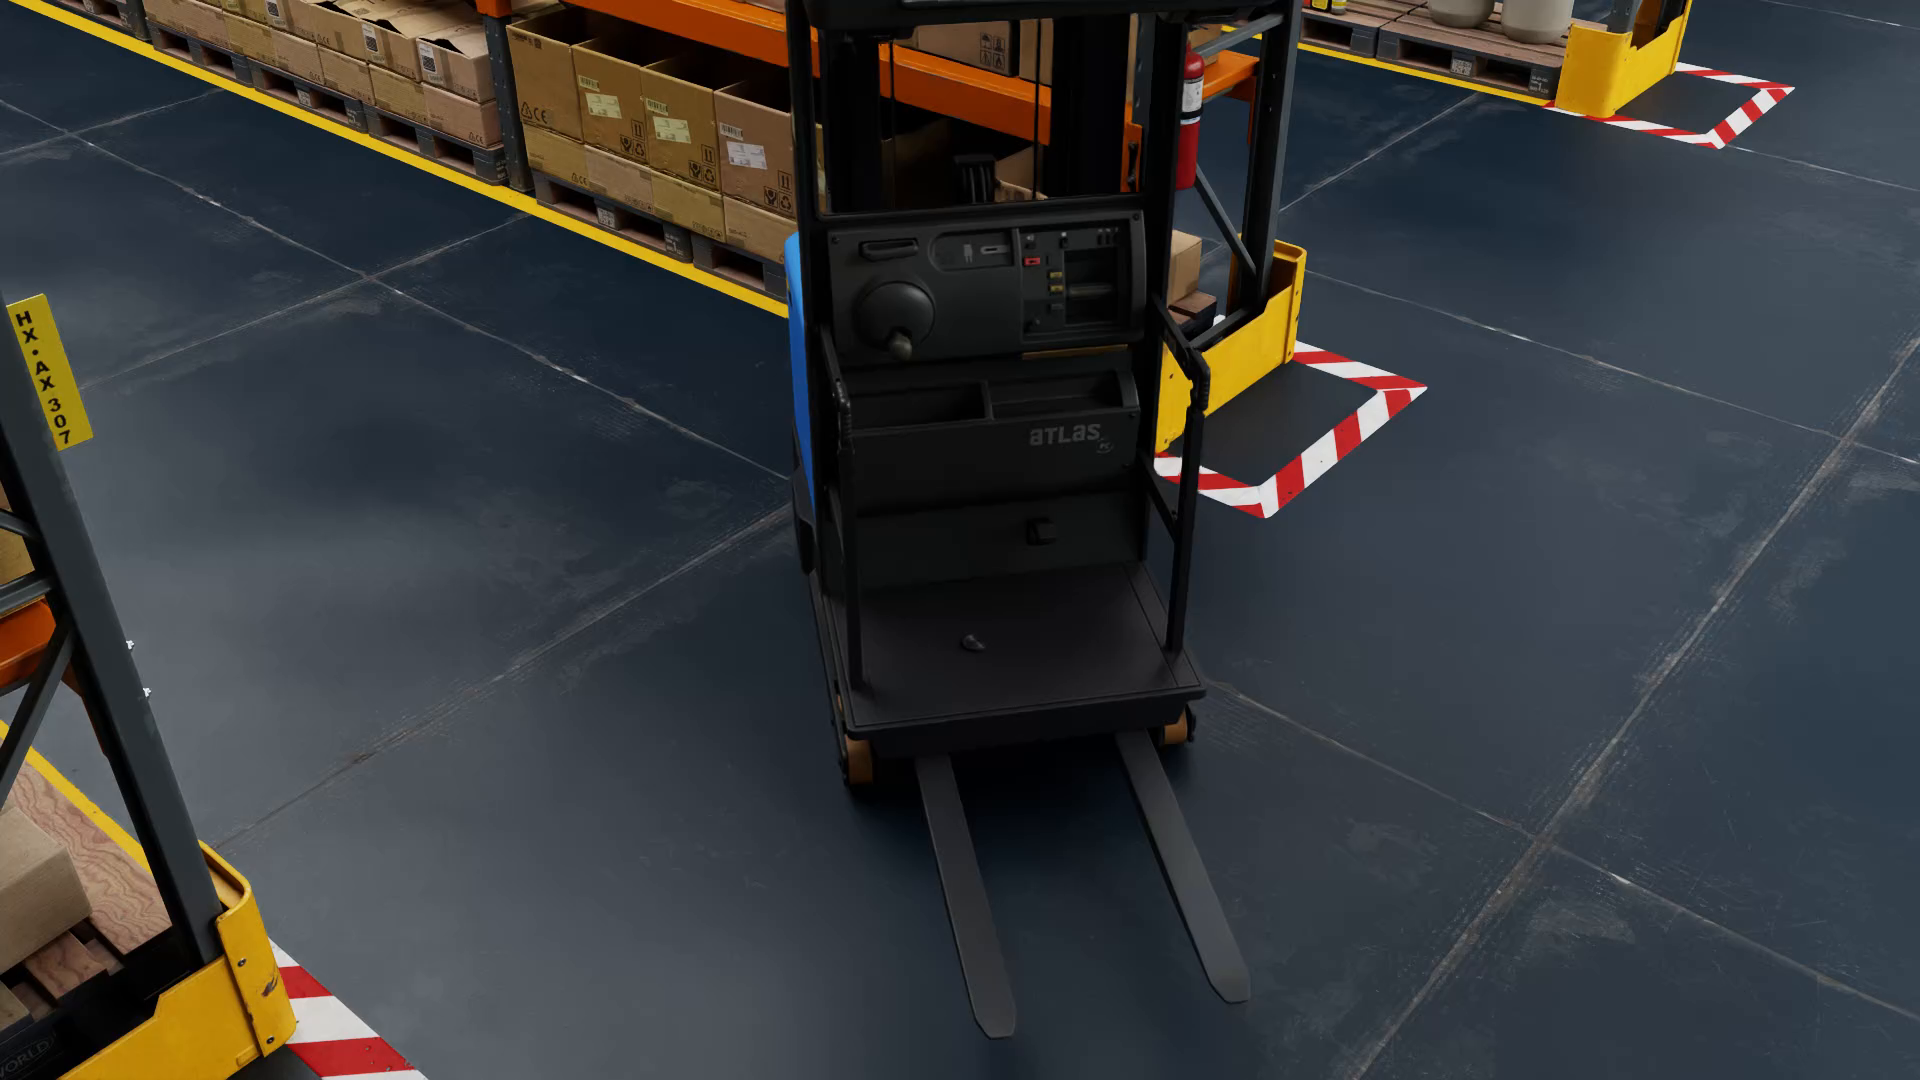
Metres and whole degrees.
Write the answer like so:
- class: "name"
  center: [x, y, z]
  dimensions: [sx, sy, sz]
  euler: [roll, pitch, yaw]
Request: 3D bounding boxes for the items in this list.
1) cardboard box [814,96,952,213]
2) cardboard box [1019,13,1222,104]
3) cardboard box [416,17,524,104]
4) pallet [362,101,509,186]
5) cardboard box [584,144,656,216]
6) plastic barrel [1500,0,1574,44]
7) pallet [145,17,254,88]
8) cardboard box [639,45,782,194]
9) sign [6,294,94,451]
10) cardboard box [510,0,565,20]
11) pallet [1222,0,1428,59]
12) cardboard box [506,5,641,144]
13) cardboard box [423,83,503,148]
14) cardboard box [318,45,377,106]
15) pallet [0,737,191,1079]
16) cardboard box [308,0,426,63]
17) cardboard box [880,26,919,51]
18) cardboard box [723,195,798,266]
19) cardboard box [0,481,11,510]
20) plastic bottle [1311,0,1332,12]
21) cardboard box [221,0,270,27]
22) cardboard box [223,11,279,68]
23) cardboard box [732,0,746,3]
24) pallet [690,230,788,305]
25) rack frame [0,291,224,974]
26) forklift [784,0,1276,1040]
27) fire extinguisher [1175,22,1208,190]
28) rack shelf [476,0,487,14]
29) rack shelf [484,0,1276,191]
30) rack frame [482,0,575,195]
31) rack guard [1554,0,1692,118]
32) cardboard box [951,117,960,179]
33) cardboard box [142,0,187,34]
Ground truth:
- class: "cardboard box"
  center: [-0.383, -1.659, 7.412]
  dimensions: [0.500, 0.500, 0.500]
  euler: [25, 42, 32]
- class: "cardboard box"
  center: [0.647, -2.106, 6.578]
  dimensions: [0.500, 0.500, 0.700]
  euler: [25, 42, 32]
- class: "cardboard box"
  center: [-2.571, -2.631, 8.994]
  dimensions: [0.500, 0.311, 0.500]
  euler: [25, 42, 32]
- class: "pallet"
  center: [-2.667, -2.439, 9.615]
  dimensions: [1.213, 0.211, 1.003]
  euler: [25, 42, 32]
- class: "cardboard box"
  center: [-1.533, -1.895, 8.418]
  dimensions: [0.500, 0.250, 0.500]
  euler: [25, 42, 32]
- class: "plastic barrel"
  center: [3.615, -3.396, 10.372]
  dimensions: [0.421, 0.512, 0.421]
  euler: [0, 34, 0]
- class: "pallet"
  center: [-4.543, -3.323, 10.902]
  dimensions: [1.213, 0.211, 1.003]
  euler: [25, 42, 32]
- class: "cardboard box"
  center: [-1.152, -2.021, 7.939]
  dimensions: [0.500, 0.500, 0.500]
  euler: [25, 42, 32]
- class: "sign"
  center: [-1.822, -0.326, 3.311]
  dimensions: [0.005, 0.325, 0.100]
  euler: [25, 42, 32]
- class: "cardboard box"
  center: [-2.235, -2.867, 9.338]
  dimensions: [0.500, 0.311, 0.500]
  euler: [25, 42, 32]
- class: "pallet"
  center: [2.527, -3.640, 11.363]
  dimensions: [1.213, 0.211, 1.003]
  euler: [25, 42, 32]
- class: "cardboard box"
  center: [-1.920, -2.383, 8.466]
  dimensions: [0.500, 0.500, 0.500]
  euler: [25, 42, 32]
- class: "cardboard box"
  center: [-2.580, -2.402, 9.156]
  dimensions: [0.500, 0.250, 0.500]
  euler: [25, 42, 31]
- class: "cardboard box"
  center: [-3.361, -2.771, 9.694]
  dimensions: [0.500, 0.250, 0.500]
  euler: [26, 42, 33]
- class: "pallet"
  center: [-2.829, 1.079, 4.492]
  dimensions: [1.213, 0.211, 1.003]
  euler: [25, 42, 32]
- class: "cardboard box"
  center: [-3.357, -2.999, 9.530]
  dimensions: [0.500, 0.311, 0.500]
  euler: [25, 42, 32]
- class: "cardboard box"
  center: [-0.137, -2.476, 7.118]
  dimensions: [0.500, 0.500, 0.700]
  euler: [26, 42, 32]
- class: "cardboard box"
  center: [-0.764, -1.533, 7.891]
  dimensions: [0.500, 0.250, 0.500]
  euler: [25, 42, 32]
- class: "cardboard box"
  center: [-2.343, -0.292, 3.479]
  dimensions: [0.500, 0.500, 0.500]
  euler: [25, 42, 32]
- class: "plastic bottle"
  center: [2.377, -3.614, 10.873]
  dimensions: [0.133, 0.283, 0.061]
  euler: [26, 42, 33]
- class: "cardboard box"
  center: [-4.136, -3.368, 10.068]
  dimensions: [0.500, 0.311, 0.500]
  euler: [24, 41, 31]
- class: "cardboard box"
  center: [-4.145, -3.142, 10.234]
  dimensions: [0.500, 0.250, 0.500]
  euler: [24, 41, 31]
- class: "cardboard box"
  center: [-0.939, -2.850, 7.662]
  dimensions: [0.500, 0.500, 0.700]
  euler: [26, 42, 32]
- class: "pallet"
  center: [-0.550, -1.441, 8.162]
  dimensions: [1.213, 0.211, 1.003]
  euler: [25, 42, 32]
- class: "rack frame"
  center: [-2.169, 0.267, 3.212]
  dimensions: [0.127, 3.000, 1.000]
  euler: [25, 42, 32]
- class: "forklift"
  center: [0.125, -0.678, 4.648]
  dimensions: [1.130, 2.935, 3.031]
  euler: [-6, 35, -9]
- class: "fire extinguisher"
  center: [0.791, -1.613, 6.017]
  dimensions: [0.183, 0.674, 0.296]
  euler: [25, 42, 32]
- class: "rack shelf"
  center: [-3.613, -3.766, 9.720]
  dimensions: [4.000, 0.370, 1.077]
  euler: [25, 42, 32]
- class: "rack shelf"
  center: [-0.539, -2.318, 7.611]
  dimensions: [4.000, 0.370, 1.077]
  euler: [25, 42, 32]
- class: "rack frame"
  center: [-2.076, -3.339, 8.462]
  dimensions: [0.127, 3.000, 1.000]
  euler: [25, 42, 32]
- class: "rack guard"
  center: [4.081, -3.020, 10.206]
  dimensions: [0.348, 0.500, 1.175]
  euler: [25, 42, 32]
- class: "cardboard box"
  center: [-0.050, -1.885, 7.741]
  dimensions: [0.500, 0.500, 0.500]
  euler: [25, 42, 32]
- class: "cardboard box"
  center: [-4.936, -3.510, 10.769]
  dimensions: [0.500, 0.250, 0.500]
  euler: [25, 42, 32]
